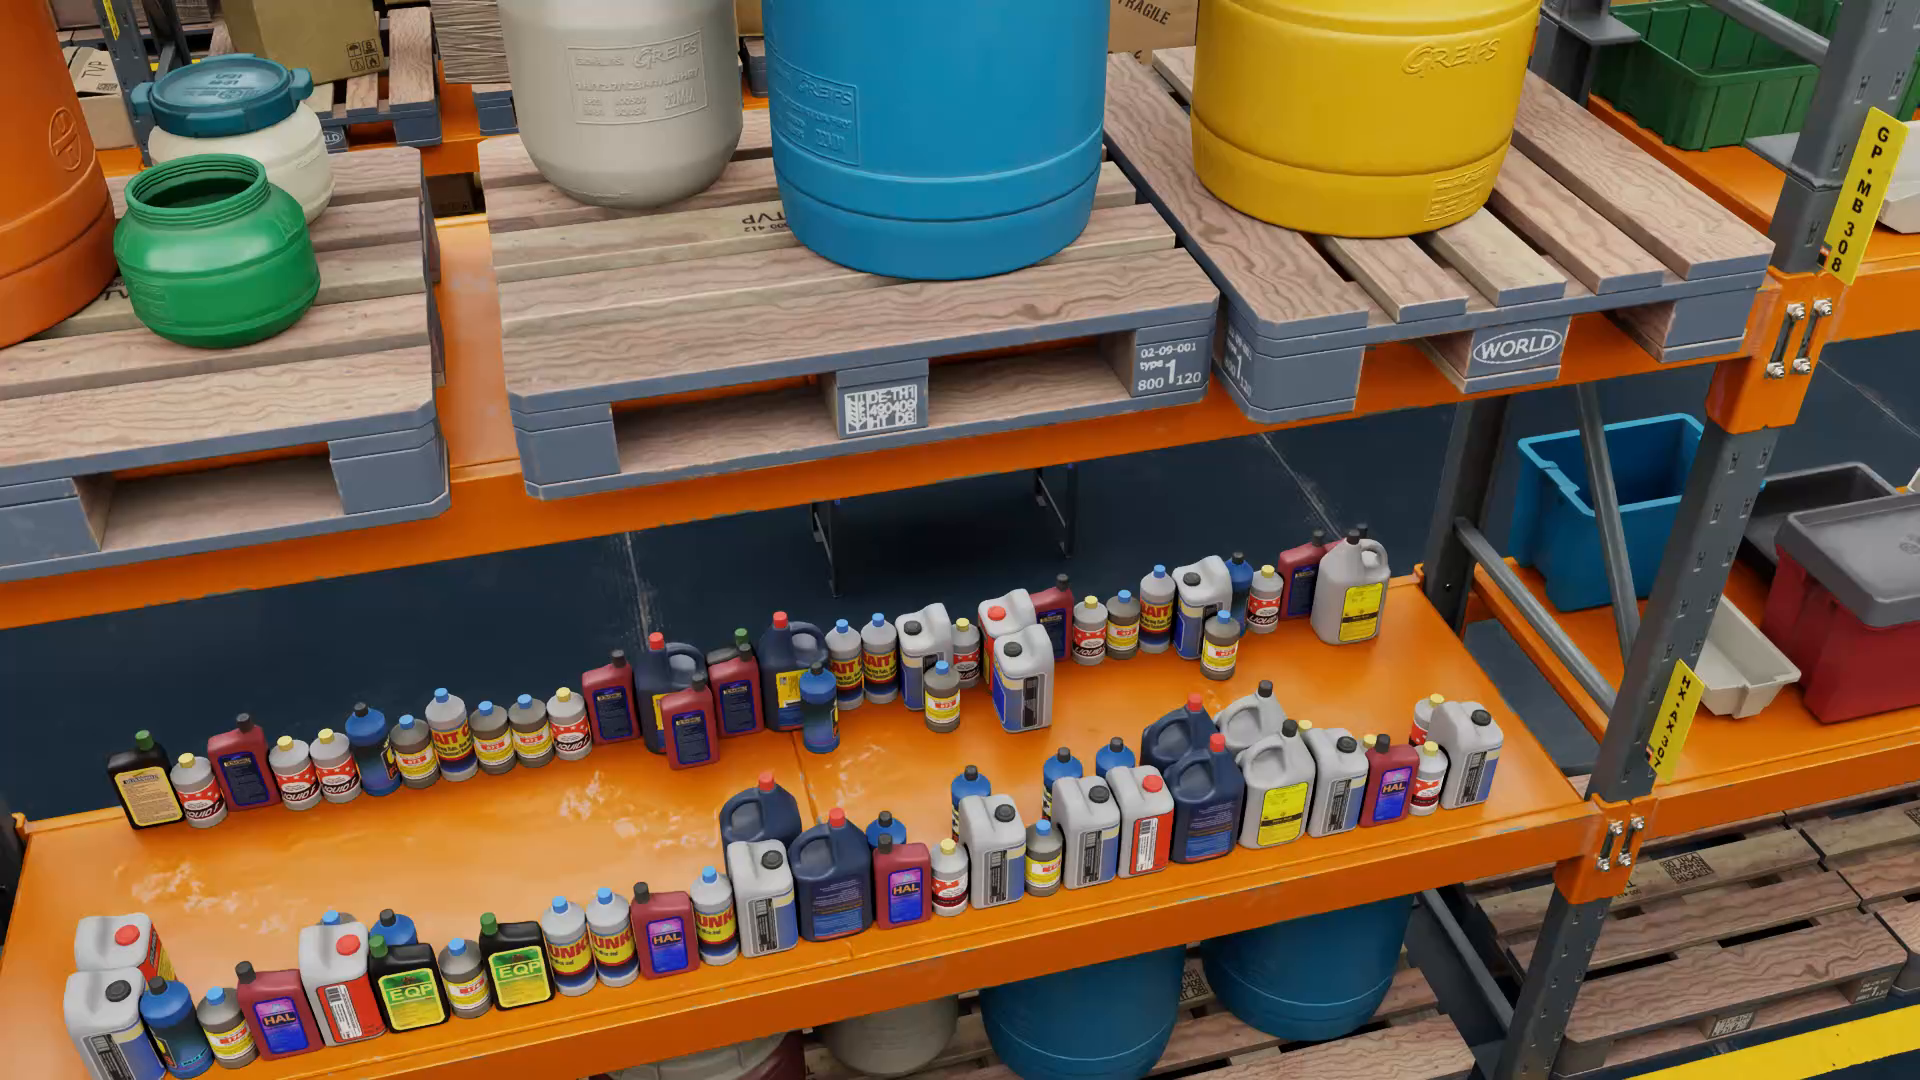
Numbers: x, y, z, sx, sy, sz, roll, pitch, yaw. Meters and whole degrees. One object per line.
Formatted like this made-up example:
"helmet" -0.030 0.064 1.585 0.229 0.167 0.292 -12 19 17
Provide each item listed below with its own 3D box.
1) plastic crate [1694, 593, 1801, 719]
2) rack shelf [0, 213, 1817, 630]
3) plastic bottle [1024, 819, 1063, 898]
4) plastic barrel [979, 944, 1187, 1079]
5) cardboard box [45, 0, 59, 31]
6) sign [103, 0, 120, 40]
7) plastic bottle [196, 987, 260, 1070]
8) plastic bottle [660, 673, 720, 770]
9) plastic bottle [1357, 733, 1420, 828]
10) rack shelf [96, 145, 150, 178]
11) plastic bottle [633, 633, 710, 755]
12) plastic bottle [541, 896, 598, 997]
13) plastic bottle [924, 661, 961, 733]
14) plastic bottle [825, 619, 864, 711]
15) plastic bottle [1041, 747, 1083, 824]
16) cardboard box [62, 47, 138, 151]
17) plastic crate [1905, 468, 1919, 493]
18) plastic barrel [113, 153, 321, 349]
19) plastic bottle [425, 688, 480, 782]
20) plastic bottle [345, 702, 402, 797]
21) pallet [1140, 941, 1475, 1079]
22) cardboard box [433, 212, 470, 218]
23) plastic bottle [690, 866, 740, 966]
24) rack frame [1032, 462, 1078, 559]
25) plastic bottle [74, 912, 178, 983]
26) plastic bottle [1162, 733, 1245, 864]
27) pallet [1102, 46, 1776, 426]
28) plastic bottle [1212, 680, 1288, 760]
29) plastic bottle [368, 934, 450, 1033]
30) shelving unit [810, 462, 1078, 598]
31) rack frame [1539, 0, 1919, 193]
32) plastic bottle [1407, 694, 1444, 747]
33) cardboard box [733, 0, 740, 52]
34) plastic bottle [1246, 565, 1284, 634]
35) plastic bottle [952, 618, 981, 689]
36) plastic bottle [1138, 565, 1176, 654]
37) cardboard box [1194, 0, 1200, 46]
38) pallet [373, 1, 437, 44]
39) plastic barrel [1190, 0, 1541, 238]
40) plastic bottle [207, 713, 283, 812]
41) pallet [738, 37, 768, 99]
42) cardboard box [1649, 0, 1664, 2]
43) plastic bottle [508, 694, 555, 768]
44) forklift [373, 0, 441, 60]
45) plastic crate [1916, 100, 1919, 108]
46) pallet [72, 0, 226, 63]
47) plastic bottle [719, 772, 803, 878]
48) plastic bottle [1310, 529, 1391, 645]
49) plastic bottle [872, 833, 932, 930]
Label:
"plastic crate" 2.053 0.315 4.537 0.243 0.136 0.396 -9 38 -12
"rack shelf" -0.364 -0.365 3.381 4.000 0.370 1.077 -9 38 -12
"plastic bottle" 0.196 0.748 3.966 0.097 0.201 0.097 0 37 0
"plastic barrel" 0.353 1.079 4.752 0.708 0.901 0.600 -9 38 -12
"cardboard box" -6.559 -3.882 11.551 0.500 0.500 0.700 -10 38 -12
"sign" -3.435 -2.183 6.682 0.005 0.325 0.100 -9 38 -12
"plastic bottle" -1.580 1.040 3.585 0.097 0.201 0.097 0 37 0
"plastic bottle" -0.696 0.464 4.271 0.133 0.283 0.061 -9 38 -12
"plastic bottle" 1.059 0.586 4.111 0.133 0.283 0.061 -9 38 -12
"rack shelf" -5.514 -1.446 7.263 4.000 0.370 1.077 -9 38 -12
"plastic bottle" -0.748 0.381 4.324 0.185 0.351 0.144 -9 38 -12
"plastic bottle" -0.876 0.897 3.715 0.097 0.271 0.097 0 37 0
"plastic bottle" -0.047 0.406 4.413 0.097 0.201 0.097 0 37 0
"plastic bottle" -0.311 0.326 4.461 0.097 0.271 0.097 0 37 0
"plastic bottle" 0.250 0.616 4.082 0.097 0.271 0.097 0 37 0
"cardboard box" -3.945 -1.981 7.444 0.500 0.311 0.500 -7 38 -9
"plastic crate" 3.169 -0.147 5.141 0.466 0.136 0.293 -9 38 -12
"plastic barrel" -1.212 -0.472 2.711 0.294 0.245 0.294 0 37 0
"plastic bottle" -1.301 0.489 4.248 0.097 0.271 0.097 0 37 0
"plastic bottle" -1.489 0.519 4.208 0.097 0.271 0.097 0 37 0
"pallet" 0.811 1.429 5.208 1.213 0.211 1.003 -9 38 -12
"cardboard box" -2.741 -1.516 8.458 0.500 0.500 0.500 -8 38 -10
"plastic bottle" -0.559 0.845 3.783 0.097 0.271 0.097 0 37 0
"rack frame" 0.408 -0.663 6.882 0.032 1.500 0.500 -9 38 -12
"plastic bottle" -1.833 0.939 3.656 0.135 0.276 0.152 -9 38 -12
"plastic bottle" 0.586 0.610 4.024 0.185 0.351 0.144 -9 38 -12
"pallet" 0.835 -0.711 3.397 1.003 0.211 1.213 -9 38 -12
"plastic bottle" 0.727 0.497 4.173 0.185 0.351 0.144 -9 38 -12
"plastic bottle" -1.205 0.957 3.626 0.133 0.283 0.061 -9 38 -12
"shelving unit" -0.082 -0.582 6.777 1.048 1.500 0.538 -9 38 -12
"rack frame" 1.567 -2.159 2.666 0.127 3.000 1.000 -9 38 -12
"plastic bottle" 1.220 0.485 4.311 0.097 0.201 0.097 0 37 0
"cardboard box" -1.411 -2.572 7.716 0.500 0.500 0.700 -19 41 -23
"plastic bottle" 0.866 0.161 4.734 0.097 0.201 0.097 0 37 0
"plastic bottle" 0.007 0.302 4.550 0.097 0.201 0.097 0 37 0
"plastic bottle" 0.548 0.185 4.645 0.097 0.271 0.097 0 37 0
"cardboard box" 1.335 -2.726 8.262 0.500 0.500 0.500 -9 38 -11
"pallet" -4.097 -3.927 12.209 1.213 0.211 1.003 -9 38 -12
"plastic barrel" 0.738 -0.945 3.048 0.600 0.588 0.600 0 37 0
"plastic bottle" -1.793 0.553 4.154 0.133 0.283 0.061 -9 38 -12
"pallet" -0.521 -2.543 8.264 1.213 0.211 1.003 -9 38 -12
"cardboard box" 3.779 -3.125 8.784 0.500 0.500 0.500 -8 38 -11
"plastic bottle" -1.113 0.486 4.310 0.097 0.201 0.097 0 37 0
"forklift" -3.108 -3.783 9.783 3.031 2.935 1.130 0 37 0
"plastic crate" 2.362 -1.232 4.061 0.300 0.233 0.416 -9 38 -12
"pallet" -5.633 -3.723 11.943 1.213 0.211 1.003 -9 38 -12
"plastic bottle" -0.469 0.688 3.923 0.185 0.351 0.144 -9 38 -12
"plastic bottle" 1.103 0.116 4.671 0.185 0.351 0.144 -9 38 -12
"plastic bottle" -0.134 0.782 3.855 0.133 0.283 0.061 -9 38 -12
